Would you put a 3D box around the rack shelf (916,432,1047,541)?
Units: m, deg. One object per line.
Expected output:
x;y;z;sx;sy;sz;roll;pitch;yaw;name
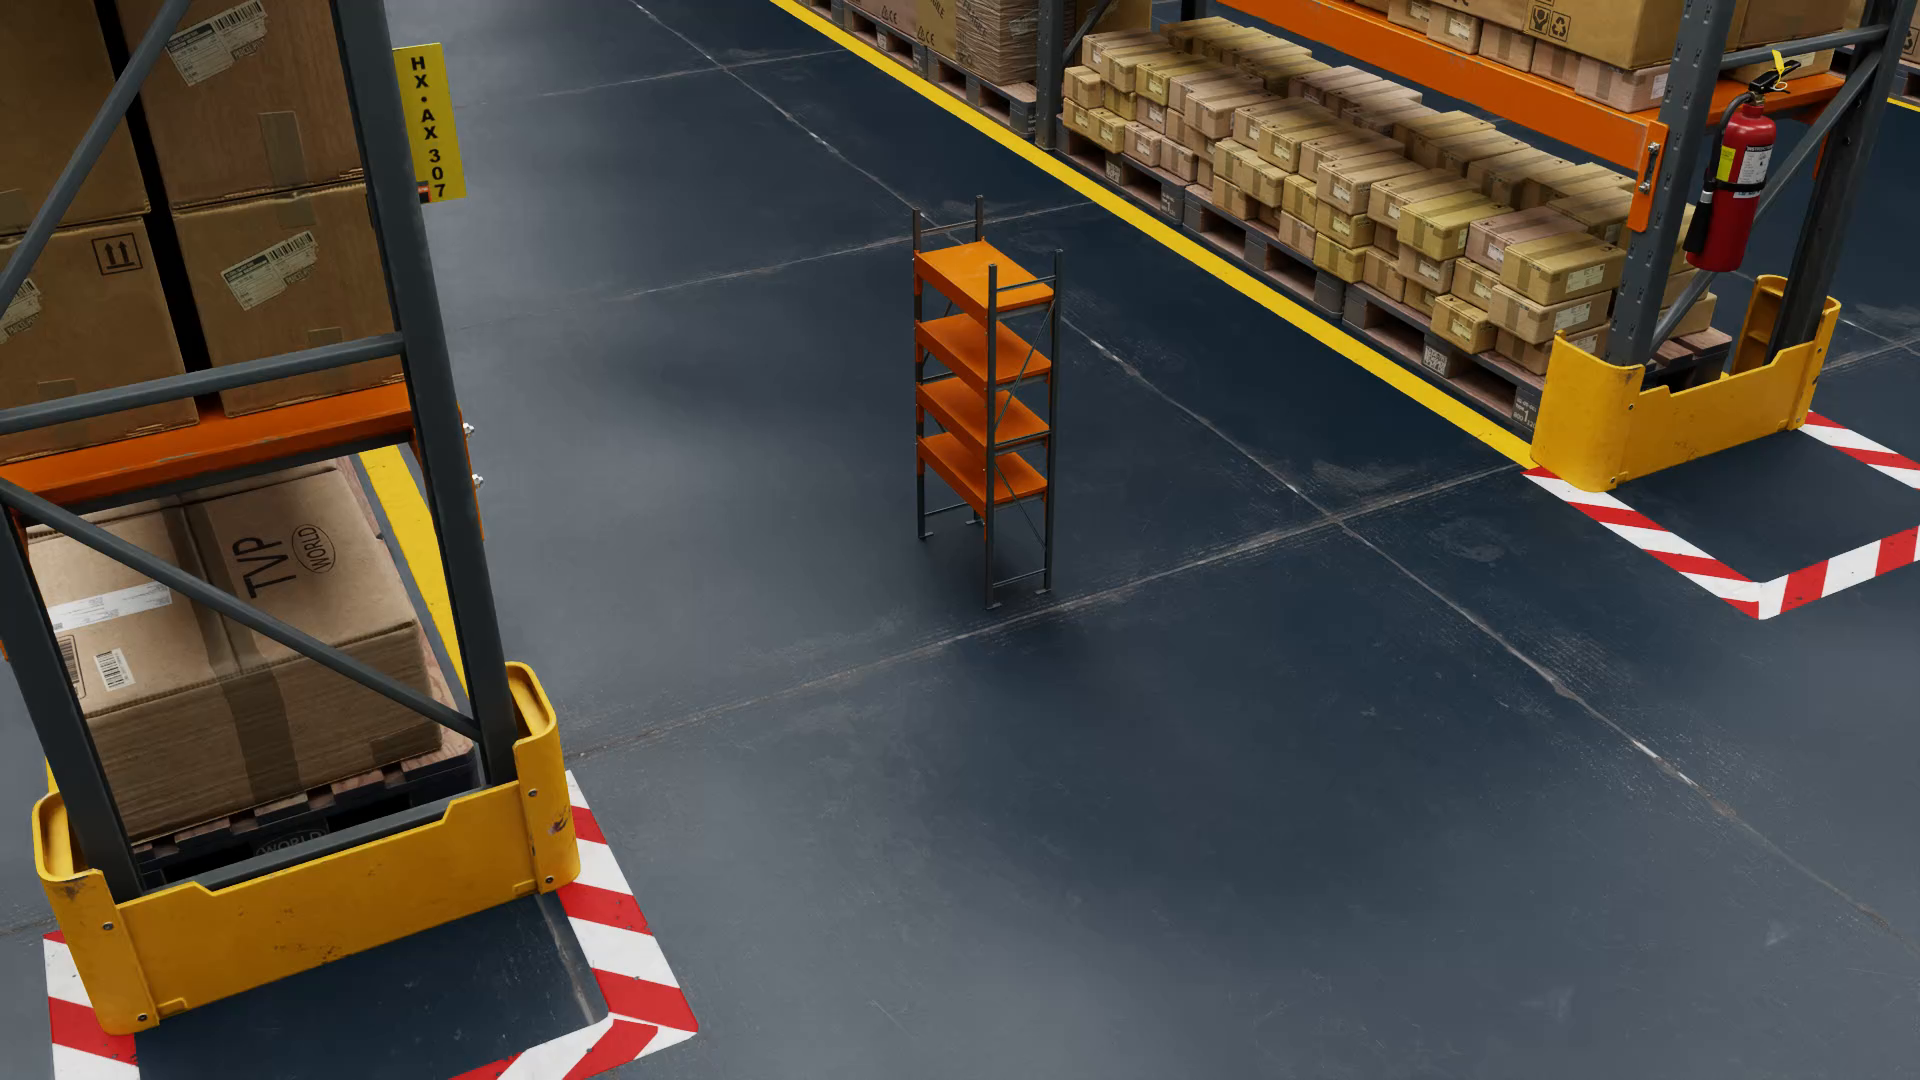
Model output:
0.077;-0.202;5.446;0.258;0.148;0.480;-16;36;-23;rack shelf

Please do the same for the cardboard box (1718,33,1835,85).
2.884;-1.745;5.926;0.380;0.149;0.250;-16;36;-23;cardboard box

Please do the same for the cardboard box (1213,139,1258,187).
1.401;-1.762;7.698;0.380;0.149;0.250;-16;36;-23;cardboard box

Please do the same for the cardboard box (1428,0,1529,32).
2.073;-2.178;6.000;0.500;0.500;0.500;-16;36;-24;cardboard box

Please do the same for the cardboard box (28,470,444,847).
-1.983;0.292;4.500;0.875;0.438;0.875;-17;36;-25;cardboard box

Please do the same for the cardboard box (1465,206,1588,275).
2.208;-1.164;6.488;0.380;0.149;0.250;-15;36;-22;cardboard box

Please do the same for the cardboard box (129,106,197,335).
-1.817;-0.898;4.279;0.500;0.500;0.500;-16;36;-24;cardboard box

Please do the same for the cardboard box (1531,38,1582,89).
2.261;-1.721;5.888;0.380;0.149;0.250;-16;36;-23;cardboard box

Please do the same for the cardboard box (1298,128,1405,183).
1.711;-1.663;7.267;0.380;0.149;0.250;-17;36;-25;cardboard box

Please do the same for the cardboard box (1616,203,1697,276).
2.802;-1.176;6.507;0.380;0.149;0.250;-18;37;-25;cardboard box

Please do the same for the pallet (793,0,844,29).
-0.622;-3.884;11.617;1.003;0.211;1.213;-16;36;-23;pallet

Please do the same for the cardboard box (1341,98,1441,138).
1.969;-1.895;7.629;0.380;0.149;0.250;-16;36;-23;cardboard box

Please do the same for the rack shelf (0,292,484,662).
-2.519;-0.972;5.154;1.077;0.370;4.000;-16;36;-23;rack shelf

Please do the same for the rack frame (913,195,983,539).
-0.037;-0.543;5.485;0.240;1.200;0.015;-16;36;-23;rack frame

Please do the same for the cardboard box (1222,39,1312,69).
1.553;-2.416;8.443;0.380;0.149;0.250;-16;36;-24;cardboard box

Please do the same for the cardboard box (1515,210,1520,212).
2.434;-1.419;7.162;0.380;0.149;0.250;-15;35;-22;cardboard box

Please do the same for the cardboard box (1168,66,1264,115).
1.237;-2.160;8.042;0.380;0.149;0.250;-17;36;-24;cardboard box

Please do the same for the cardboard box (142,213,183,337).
-2.266;-0.770;4.078;0.500;0.500;0.500;-17;36;-24;cardboard box

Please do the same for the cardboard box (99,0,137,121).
-1.806;-1.329;4.025;0.500;0.500;0.500;-17;36;-24;cardboard box

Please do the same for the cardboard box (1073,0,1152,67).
0.770;-3.066;9.683;0.500;0.500;0.500;-14;35;-21;cardboard box

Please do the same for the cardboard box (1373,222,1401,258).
1.969;-1.297;6.972;0.380;0.149;0.250;-16;36;-24;cardboard box

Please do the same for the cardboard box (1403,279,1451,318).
2.059;-1.034;6.837;0.380;0.149;0.250;-16;36;-23;cardboard box

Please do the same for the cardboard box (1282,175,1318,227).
1.647;-1.514;7.310;0.380;0.149;0.250;-14;35;-21;cardboard box

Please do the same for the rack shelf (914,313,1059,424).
0.077;-0.558;5.219;0.258;0.148;0.480;-16;36;-23;rack shelf

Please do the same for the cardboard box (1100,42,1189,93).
0.934;-2.387;8.397;0.380;0.149;0.250;-14;35;-21;cardboard box

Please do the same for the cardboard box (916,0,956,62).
0.074;-3.182;9.864;0.500;0.500;0.500;-17;36;-24;cardboard box

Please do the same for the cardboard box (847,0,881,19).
-0.400;-3.671;10.628;0.500;0.500;0.500;-17;36;-24;cardboard box

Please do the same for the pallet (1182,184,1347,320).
1.798;-1.454;7.824;1.003;0.211;1.213;-16;36;-23;pallet

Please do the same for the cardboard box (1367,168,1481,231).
1.910;-1.395;6.849;0.380;0.149;0.250;-17;37;-25;cardboard box

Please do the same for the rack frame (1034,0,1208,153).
0.880;-3.523;8.468;1.000;3.000;0.127;-16;36;-23;rack frame

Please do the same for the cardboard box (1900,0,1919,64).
5.972;-3.240;9.606;0.875;0.875;0.875;-16;36;-23;cardboard box

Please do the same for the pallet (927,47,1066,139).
0.516;-2.720;9.799;1.003;0.211;1.213;-16;36;-23;pallet

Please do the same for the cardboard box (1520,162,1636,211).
2.563;-1.430;6.903;0.380;0.149;0.250;-16;36;-23;cardboard box

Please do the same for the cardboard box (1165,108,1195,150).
1.232;-2.036;8.125;0.380;0.149;0.250;-18;37;-25;cardboard box

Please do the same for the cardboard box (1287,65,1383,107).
1.813;-2.167;8.054;0.380;0.149;0.250;-18;37;-25;cardboard box

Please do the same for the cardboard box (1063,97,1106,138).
0.766;-2.245;8.726;0.380;0.149;0.250;-18;37;-25;cardboard box

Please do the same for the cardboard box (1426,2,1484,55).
1.991;-1.952;6.250;0.380;0.149;0.250;-15;36;-22;cardboard box

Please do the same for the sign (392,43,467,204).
-1.093;-0.855;3.428;0.100;0.325;0.005;-16;36;-23;sign

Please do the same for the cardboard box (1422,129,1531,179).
2.253;-1.662;7.266;0.380;0.149;0.250;-14;35;-21;cardboard box

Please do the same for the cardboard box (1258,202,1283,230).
1.597;-1.529;7.610;0.380;0.149;0.250;-15;36;-22;cardboard box

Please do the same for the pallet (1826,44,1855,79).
5.601;-3.165;10.495;1.003;0.211;1.213;-16;36;-23;pallet

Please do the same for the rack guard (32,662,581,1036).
-1.575;0.743;4.126;1.175;0.500;0.348;-16;36;-23;rack guard

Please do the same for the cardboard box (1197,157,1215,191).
1.371;-1.784;8.007;0.380;0.149;0.250;-17;37;-25;cardboard box

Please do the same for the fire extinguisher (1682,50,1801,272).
2.454;-1.188;5.241;0.296;0.674;0.183;-16;36;-23;fire extinguisher

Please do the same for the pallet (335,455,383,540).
-2.593;-0.090;5.694;1.003;0.211;1.213;-16;36;-23;pallet

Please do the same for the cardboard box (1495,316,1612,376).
2.315;-0.789;6.454;0.380;0.149;0.250;-15;36;-22;cardboard box

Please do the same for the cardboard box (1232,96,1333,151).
1.483;-1.908;7.650;0.380;0.149;0.250;-17;37;-25;cardboard box

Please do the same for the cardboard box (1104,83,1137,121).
0.964;-2.273;8.495;0.380;0.149;0.250;-16;36;-23;cardboard box

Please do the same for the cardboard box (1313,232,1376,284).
1.758;-1.254;7.181;0.380;0.149;0.250;-18;37;-25;cardboard box

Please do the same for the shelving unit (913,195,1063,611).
0.077;-0.426;5.303;0.258;1.200;0.503;-16;36;-23;shelving unit

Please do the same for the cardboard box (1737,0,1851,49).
2.780;-2.065;5.824;0.500;0.500;0.500;-14;35;-21;cardboard box

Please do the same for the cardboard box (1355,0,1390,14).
1.821;-2.229;6.682;0.380;0.149;0.250;-17;37;-25;cardboard box

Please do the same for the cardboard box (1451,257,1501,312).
2.173;-1.034;6.561;0.380;0.149;0.250;-17;36;-24;cardboard box

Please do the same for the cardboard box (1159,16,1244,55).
1.277;-2.645;8.800;0.380;0.149;0.250;-15;36;-22;cardboard box

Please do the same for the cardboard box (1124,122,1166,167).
1.052;-2.012;8.363;0.380;0.149;0.250;-16;36;-23;cardboard box
